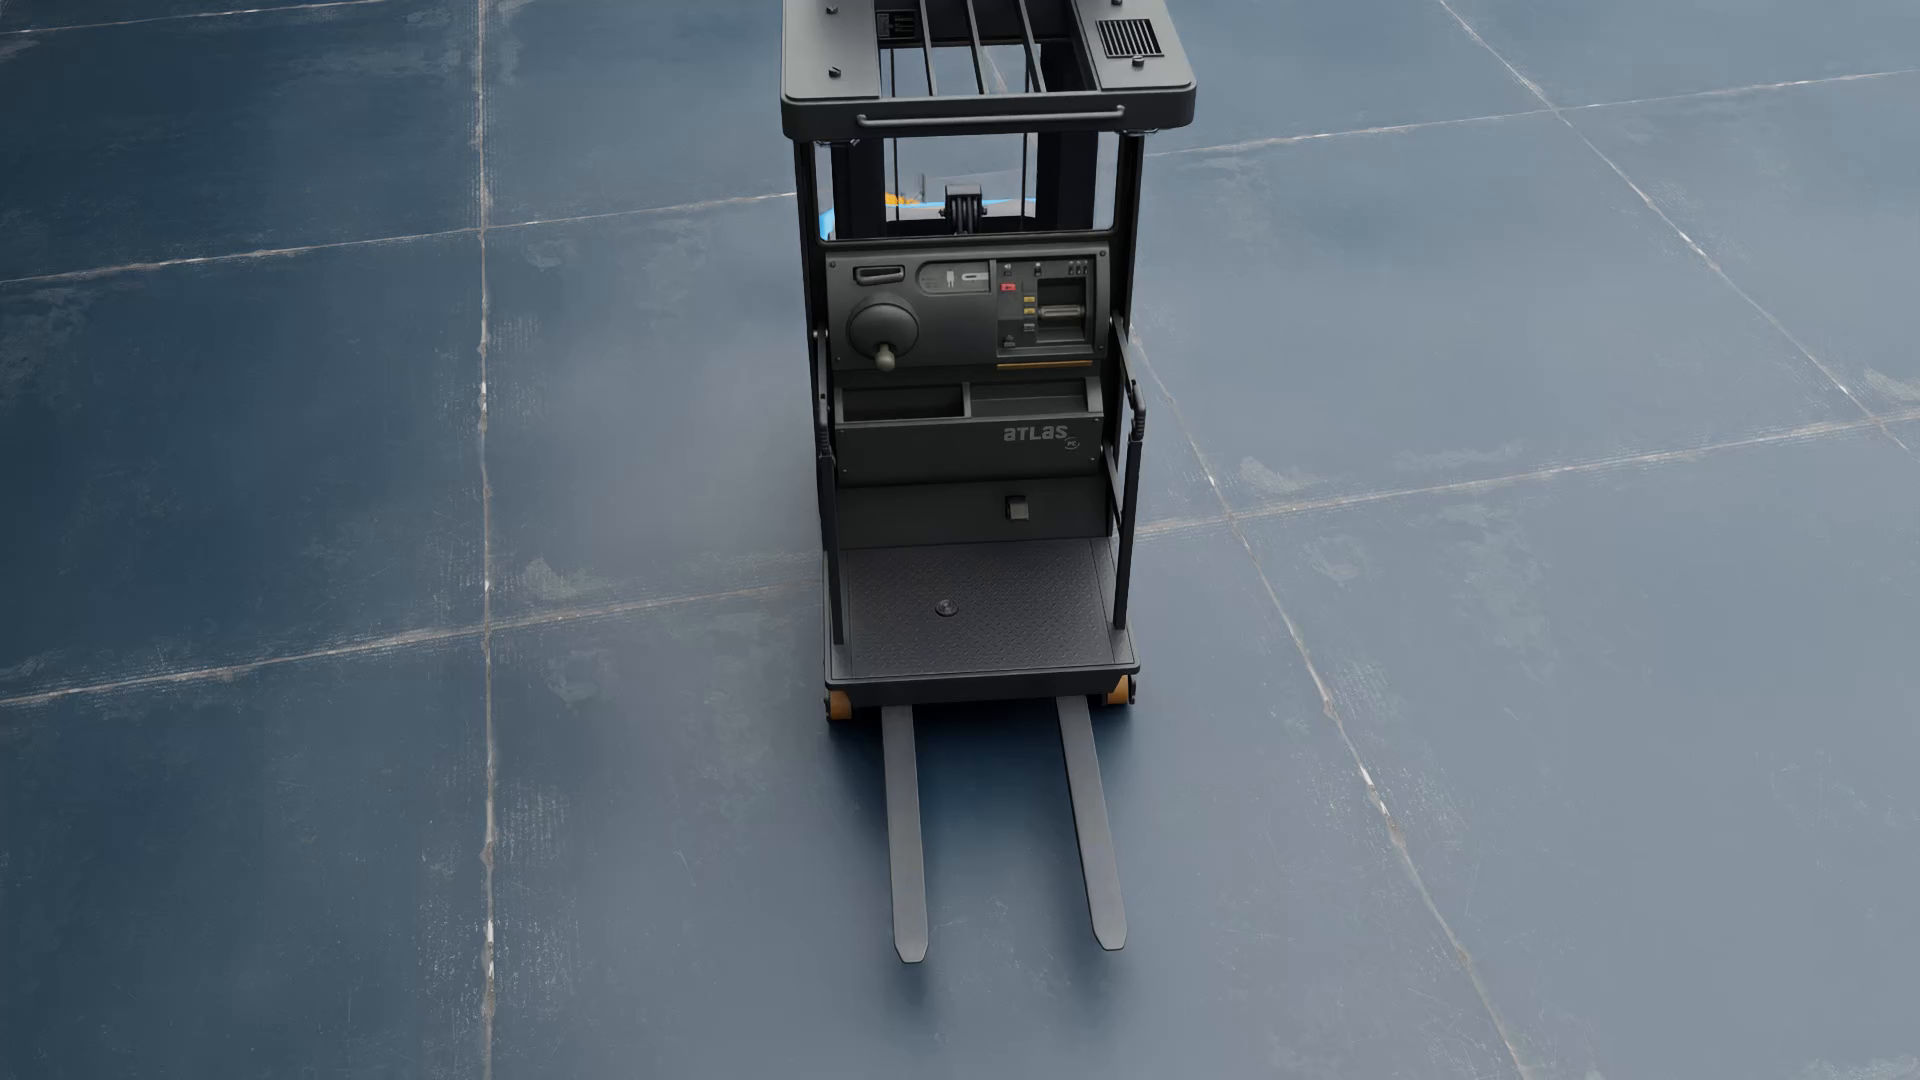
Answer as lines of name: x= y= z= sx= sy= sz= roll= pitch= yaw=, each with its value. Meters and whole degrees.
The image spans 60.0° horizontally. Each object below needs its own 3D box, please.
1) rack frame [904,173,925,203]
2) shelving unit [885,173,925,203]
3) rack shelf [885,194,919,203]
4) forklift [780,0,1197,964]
rack frame: x=-0.195 y=-1.062 z=7.151 sx=0.008 sy=1.050 sz=0.200 roll=16 pitch=43 yaw=17
shelving unit: x=-0.307 y=-1.095 z=7.187 sx=0.252 sy=1.050 sz=0.215 roll=16 pitch=43 yaw=17
rack shelf: x=-0.302 y=-1.303 z=7.010 sx=0.240 sy=0.259 sz=0.215 roll=16 pitch=43 yaw=17
forklift: x=0.047 y=-0.680 z=5.308 sx=1.130 sy=2.935 sz=3.031 roll=-3 pitch=42 yaw=-3
